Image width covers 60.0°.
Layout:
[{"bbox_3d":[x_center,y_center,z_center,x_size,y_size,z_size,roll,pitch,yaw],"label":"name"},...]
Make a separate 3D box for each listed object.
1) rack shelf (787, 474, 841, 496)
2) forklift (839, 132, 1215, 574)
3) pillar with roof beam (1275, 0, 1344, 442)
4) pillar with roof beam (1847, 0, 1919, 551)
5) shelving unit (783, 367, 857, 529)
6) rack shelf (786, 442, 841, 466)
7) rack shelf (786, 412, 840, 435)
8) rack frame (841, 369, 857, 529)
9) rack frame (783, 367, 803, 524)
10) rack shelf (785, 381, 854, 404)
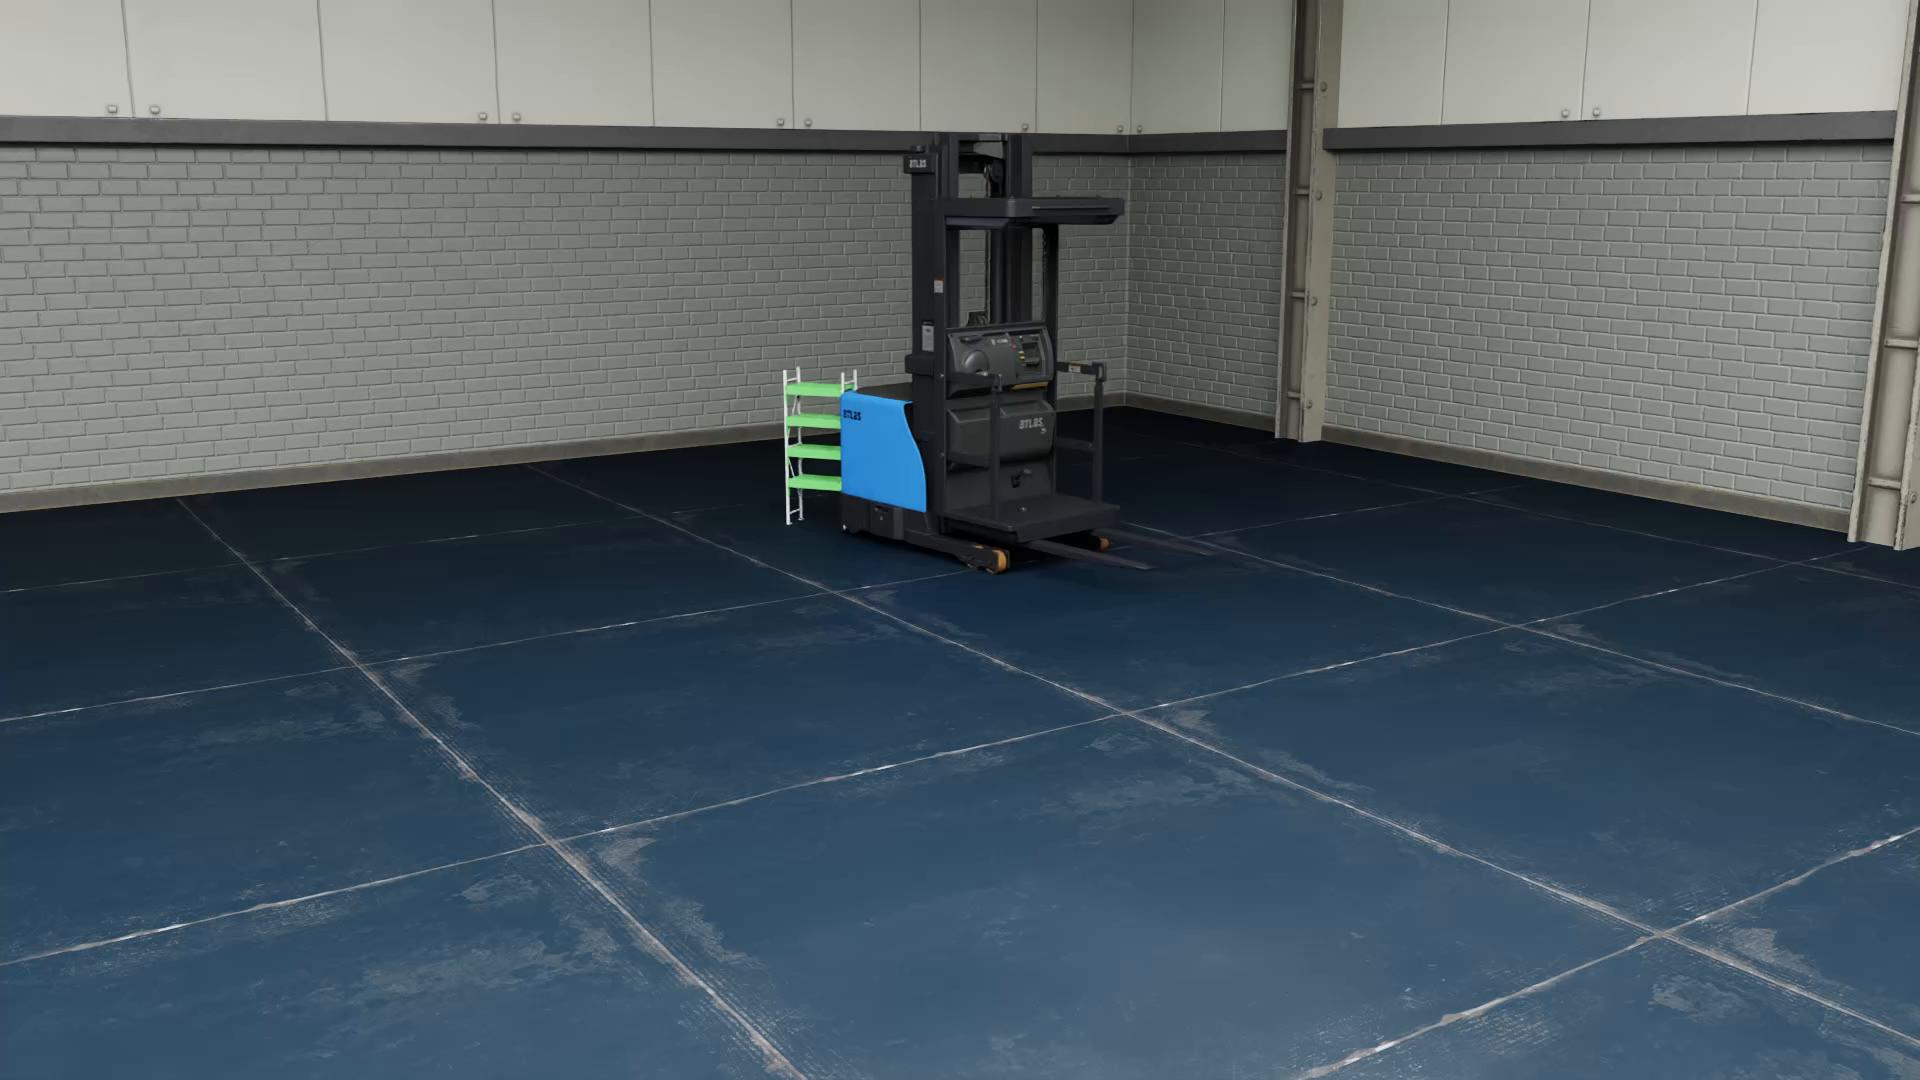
[{"bbox_3d":[-1.067,-0.415,12.873,0.480,0.148,0.258,5,13,21],"label":"rack shelf"},{"bbox_3d":[0.432,-1.323,11.549,1.130,2.935,3.031,-10,16,-40],"label":"forklift"},{"bbox_3d":[-0.094,-4.930,13.844,9.100,9.000,0.400,-8,15,-33],"label":"pillar with roof beam"},{"bbox_3d":[3.230,-3.863,8.964,9.100,9.000,0.400,-8,15,-33],"label":"pillar with roof beam"},{"bbox_3d":[-1.067,-0.712,12.808,0.503,1.200,0.258,5,13,21],"label":"shelving unit"},{"bbox_3d":[-1.067,-0.649,12.822,0.480,0.148,0.258,5,13,21],"label":"rack shelf"},{"bbox_3d":[-1.067,-0.884,12.770,0.480,0.148,0.258,5,13,21],"label":"rack shelf"},{"bbox_3d":[-0.841,-0.692,12.720,0.015,1.200,0.240,5,13,21],"label":"rack frame"},{"bbox_3d":[-1.294,-0.731,12.896,0.015,1.200,0.240,5,13,21],"label":"rack frame"},{"bbox_3d":[-1.067,-1.118,12.719,0.480,0.148,0.258,5,13,21],"label":"rack shelf"}]
